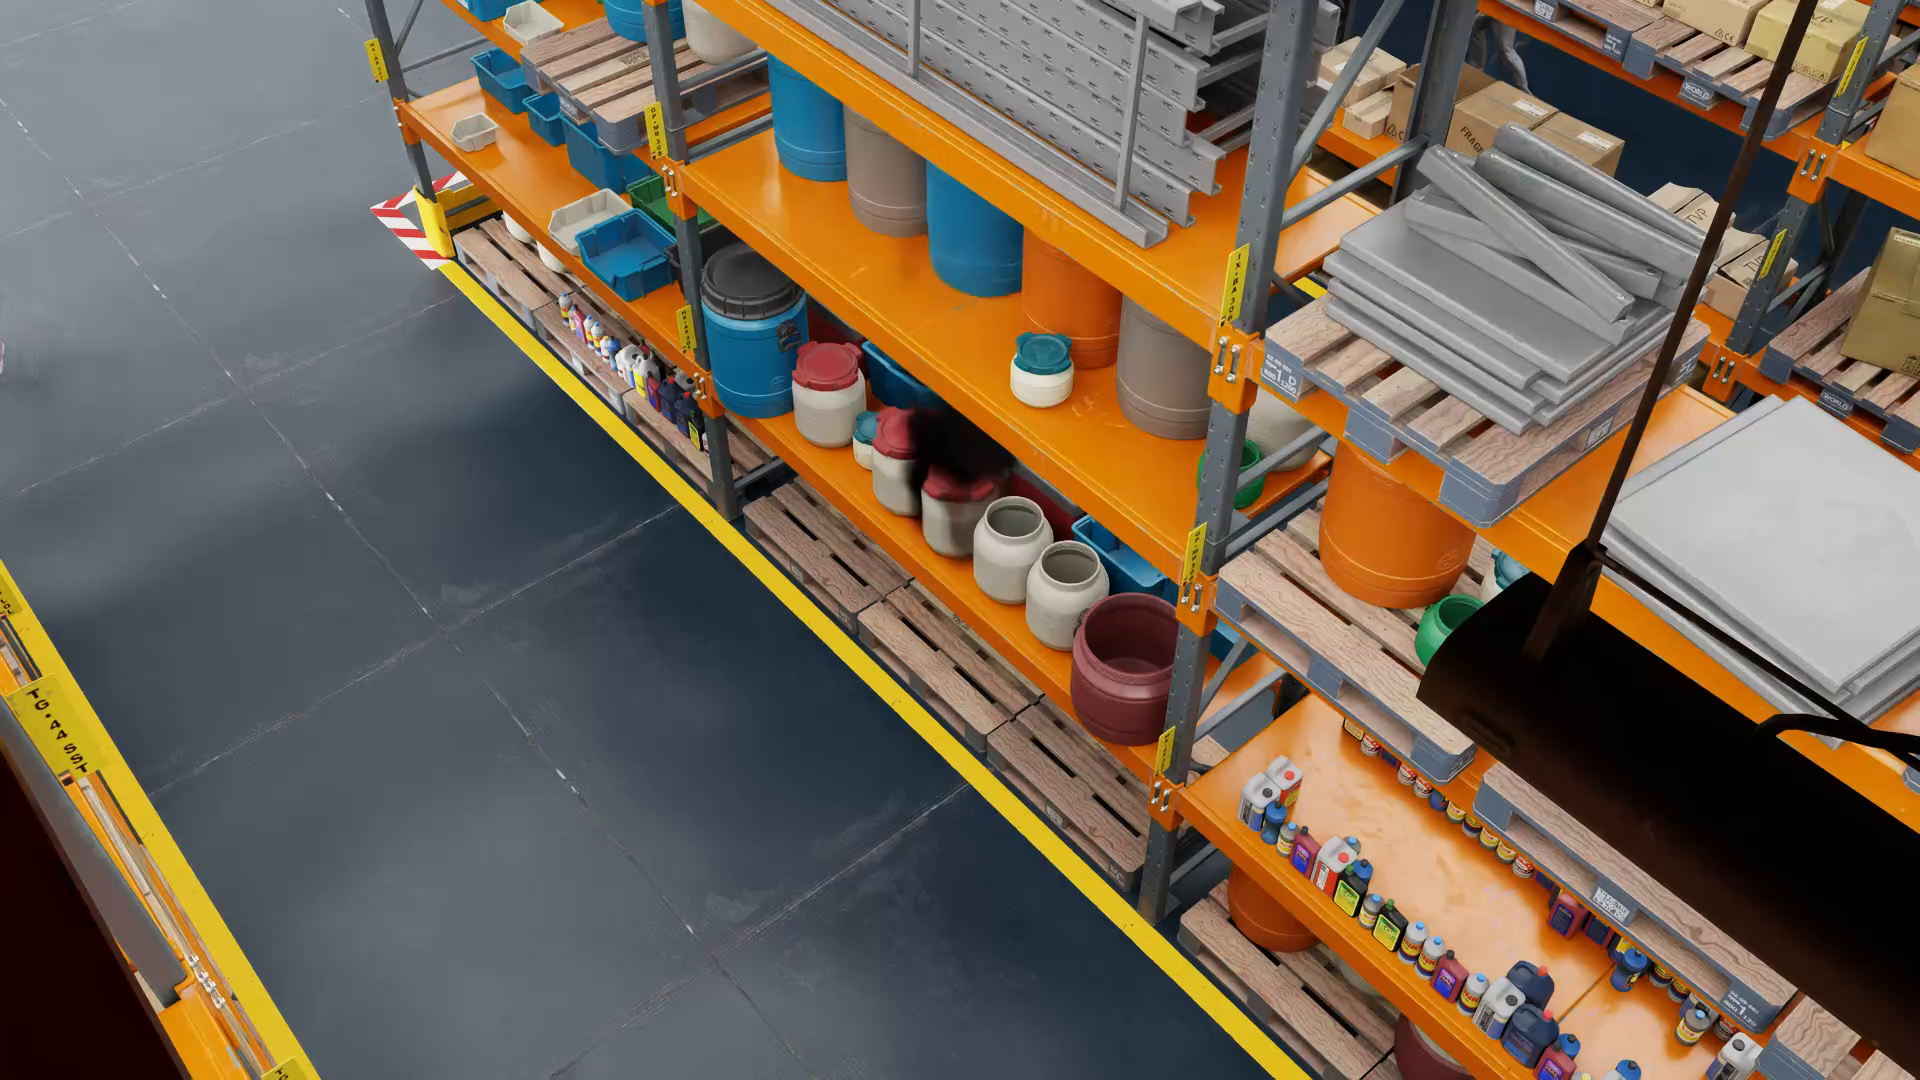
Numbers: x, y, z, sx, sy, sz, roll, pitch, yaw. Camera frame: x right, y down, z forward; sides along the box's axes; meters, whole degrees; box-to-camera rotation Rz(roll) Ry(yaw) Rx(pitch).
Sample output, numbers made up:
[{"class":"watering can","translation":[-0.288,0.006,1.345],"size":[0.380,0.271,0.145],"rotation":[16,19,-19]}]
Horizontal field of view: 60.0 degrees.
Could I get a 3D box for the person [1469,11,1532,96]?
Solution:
[{"class":"person","translation":[4.630,-4.510,14.140],"size":[0.833,1.734,0.546],"rotation":[19,50,18]}]
